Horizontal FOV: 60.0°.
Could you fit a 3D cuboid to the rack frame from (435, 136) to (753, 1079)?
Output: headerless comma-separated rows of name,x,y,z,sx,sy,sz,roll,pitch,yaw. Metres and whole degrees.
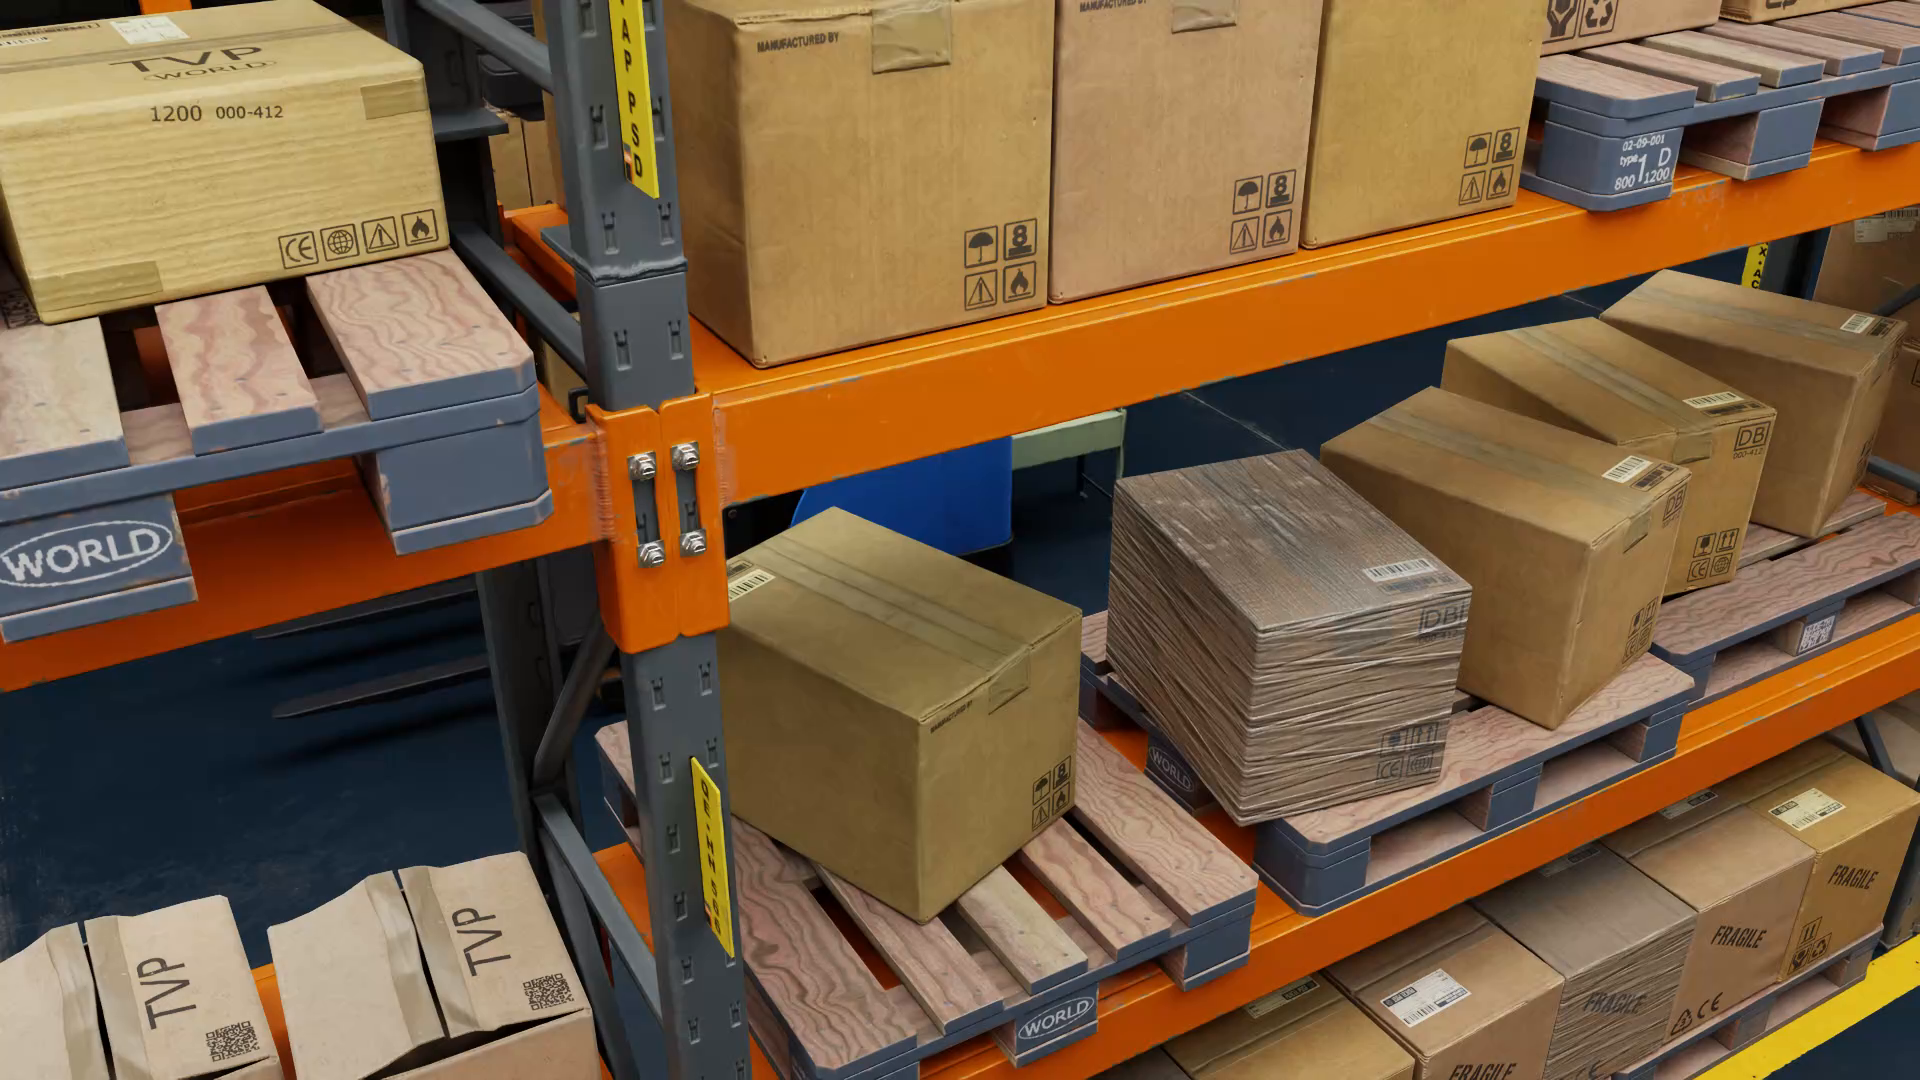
rack frame,-0.664,0.768,3.254,0.127,3.000,1.000,-16,33,-26

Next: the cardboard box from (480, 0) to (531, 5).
cardboard box,-2.025,-2.275,7.559,0.500,0.250,0.500,-17,33,-28

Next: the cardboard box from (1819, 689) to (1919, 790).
cardboard box,3.256,0.761,5.595,0.500,0.311,0.500,-16,33,-26

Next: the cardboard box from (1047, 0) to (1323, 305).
cardboard box,0.135,-0.835,2.951,0.500,0.500,0.910,-16,33,-26

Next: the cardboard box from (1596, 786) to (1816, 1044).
cardboard box,2.074,1.048,4.878,0.500,0.500,0.500,-16,33,-26

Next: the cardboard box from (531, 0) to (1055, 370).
cardboard box,-0.305,-0.710,2.724,0.500,0.500,0.910,-16,33,-26

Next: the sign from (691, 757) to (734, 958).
sign,-0.380,0.491,2.557,0.005,0.325,0.100,-16,33,-26

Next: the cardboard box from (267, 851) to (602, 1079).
cardboard box,-1.000,0.878,3.148,0.500,0.311,0.500,-14,32,-23

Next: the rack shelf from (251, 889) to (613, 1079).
rack shelf,-2.388,1.572,2.541,4.000,0.370,1.077,-16,33,-26

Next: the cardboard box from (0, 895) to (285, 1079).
cardboard box,-1.533,0.945,3.025,0.500,0.311,0.500,-16,33,-27

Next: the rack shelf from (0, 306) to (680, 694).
rack shelf,-2.388,0.259,1.816,4.000,0.370,1.077,-16,33,-26

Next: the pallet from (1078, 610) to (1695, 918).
pallet,1.010,0.374,4.167,1.213,0.211,1.003,-16,33,-26

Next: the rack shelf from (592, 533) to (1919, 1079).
rack shelf,1.060,0.593,4.315,4.000,0.370,1.077,-16,33,-26

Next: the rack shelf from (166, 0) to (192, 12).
rack shelf,-1.452,-2.783,7.328,4.000,0.370,1.077,-16,33,-26

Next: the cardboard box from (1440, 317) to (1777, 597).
cardboard box,1.702,-0.222,4.509,0.500,0.500,0.700,-11,31,-19

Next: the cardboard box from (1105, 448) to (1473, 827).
cardboard box,0.707,0.195,3.755,0.500,0.500,0.700,-10,30,-17

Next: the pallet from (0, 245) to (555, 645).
pallet,-1.204,-0.260,2.207,1.003,0.211,1.213,-14,32,-24

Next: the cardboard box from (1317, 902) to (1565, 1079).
cardboard box,1.204,1.296,4.429,0.500,0.500,0.500,-17,33,-28

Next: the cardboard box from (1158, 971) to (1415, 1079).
cardboard box,0.757,1.426,4.193,0.500,0.500,0.500,-16,33,-27

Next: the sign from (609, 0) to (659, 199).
sign,-0.390,-0.573,1.963,0.005,0.325,0.100,-16,33,-26

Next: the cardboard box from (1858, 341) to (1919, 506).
cardboard box,3.086,-0.484,5.420,0.500,0.500,0.500,-15,32,-26

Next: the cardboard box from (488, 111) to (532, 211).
cardboard box,-2.172,-1.614,7.139,0.500,0.500,0.500,-15,32,-25

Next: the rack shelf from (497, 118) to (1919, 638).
rack shelf,1.060,-0.720,3.591,4.000,0.370,1.077,-16,33,-26

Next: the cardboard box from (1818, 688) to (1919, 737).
cardboard box,3.132,0.433,5.993,0.500,0.500,0.500,-16,33,-26

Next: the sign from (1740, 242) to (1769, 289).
sign,2.503,-0.815,5.226,0.005,0.325,0.100,-16,33,-26

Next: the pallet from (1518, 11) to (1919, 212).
pallet,1.294,-1.057,3.651,1.003,0.211,1.213,-16,33,-26

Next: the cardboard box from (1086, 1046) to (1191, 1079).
cardboard box,0.322,1.547,3.975,0.500,0.500,0.500,-17,33,-28

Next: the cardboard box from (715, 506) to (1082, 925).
cardboard box,-0.178,0.339,3.493,0.700,0.500,0.500,22,36,34

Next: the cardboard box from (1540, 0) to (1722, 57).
cardboard box,1.165,-1.376,3.393,0.600,0.600,0.600,-17,33,-28

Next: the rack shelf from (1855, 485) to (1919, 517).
rack shelf,4.509,-0.386,6.090,4.000,0.370,1.077,-16,33,-26

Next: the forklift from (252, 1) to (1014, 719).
forklift,-1.320,-0.907,6.360,3.031,2.935,1.130,-14,32,-23

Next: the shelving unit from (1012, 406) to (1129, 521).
shelving unit,0.344,-0.729,7.519,0.755,1.500,0.431,-14,32,-23

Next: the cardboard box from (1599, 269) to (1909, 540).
cardboard box,2.263,-0.416,4.862,0.700,0.500,0.500,22,36,34

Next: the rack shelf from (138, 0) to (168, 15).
rack shelf,-4.901,-1.804,5.554,4.000,0.370,1.077,-16,33,-26

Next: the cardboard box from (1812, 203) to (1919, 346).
cardboard box,3.090,-0.925,5.183,0.500,0.500,0.500,-16,33,-26

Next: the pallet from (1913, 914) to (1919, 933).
pallet,3.377,0.842,6.006,1.213,0.211,1.003,-16,33,-26

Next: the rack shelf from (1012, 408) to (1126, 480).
rack shelf,0.344,-0.444,7.676,0.720,0.370,0.431,-14,32,-23

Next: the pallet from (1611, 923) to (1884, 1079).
pallet,2.103,1.224,5.313,1.213,0.211,1.003,-16,33,-26

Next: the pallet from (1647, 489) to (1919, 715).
pallet,2.040,0.023,4.803,1.213,0.211,1.003,-16,33,-26

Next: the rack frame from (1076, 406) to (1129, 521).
rack frame,0.671,-0.808,7.663,0.023,1.500,0.400,-14,32,-23

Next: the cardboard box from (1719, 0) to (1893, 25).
cardboard box,1.748,-1.530,3.673,0.600,0.600,0.600,-16,33,-27

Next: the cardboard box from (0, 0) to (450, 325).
cardboard box,-1.027,-0.529,2.221,0.500,0.250,0.500,-19,34,-30

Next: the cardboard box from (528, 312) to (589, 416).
cardboard box,-1.718,-0.875,8.021,0.750,0.750,0.750,-16,33,-27

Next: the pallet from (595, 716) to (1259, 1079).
pallet,-0.115,0.657,3.654,1.003,0.211,1.213,-16,33,-26

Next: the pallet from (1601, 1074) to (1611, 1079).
pallet,1.050,1.525,4.768,1.213,0.211,1.003,-16,33,-26

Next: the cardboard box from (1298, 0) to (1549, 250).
cardboard box,0.583,-0.962,3.181,0.500,0.500,0.910,-16,33,-26

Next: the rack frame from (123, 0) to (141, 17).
rack frame,-3.177,-1.295,6.992,0.127,3.000,1.000,-16,33,-26

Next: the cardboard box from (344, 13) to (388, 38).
cardboard box,-2.469,-2.150,7.334,0.500,0.250,0.500,-17,33,-28

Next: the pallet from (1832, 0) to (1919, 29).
pallet,2.187,-1.312,4.113,1.003,0.211,1.213,-16,33,-26

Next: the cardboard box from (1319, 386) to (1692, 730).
cardboard box,1.293,0.019,4.073,0.700,0.500,0.500,26,38,38

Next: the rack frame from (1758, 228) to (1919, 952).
rack frame,2.785,-0.211,5.029,0.127,3.000,1.000,-16,33,-26

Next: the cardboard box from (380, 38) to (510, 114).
cardboard box,-2.192,-1.942,6.956,0.500,0.250,0.500,-16,33,-27

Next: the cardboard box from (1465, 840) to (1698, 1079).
cardboard box,1.641,1.171,4.656,0.500,0.500,0.500,-15,32,-26

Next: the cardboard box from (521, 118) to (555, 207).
cardboard box,-1.744,-1.735,7.358,0.500,0.500,0.500,-16,33,-27

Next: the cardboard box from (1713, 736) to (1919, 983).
cardboard box,2.504,0.931,5.091,0.500,0.500,0.500,-16,33,-27

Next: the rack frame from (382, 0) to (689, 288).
rack frame,-0.664,-1.859,1.805,0.127,3.000,1.000,-16,33,-26
